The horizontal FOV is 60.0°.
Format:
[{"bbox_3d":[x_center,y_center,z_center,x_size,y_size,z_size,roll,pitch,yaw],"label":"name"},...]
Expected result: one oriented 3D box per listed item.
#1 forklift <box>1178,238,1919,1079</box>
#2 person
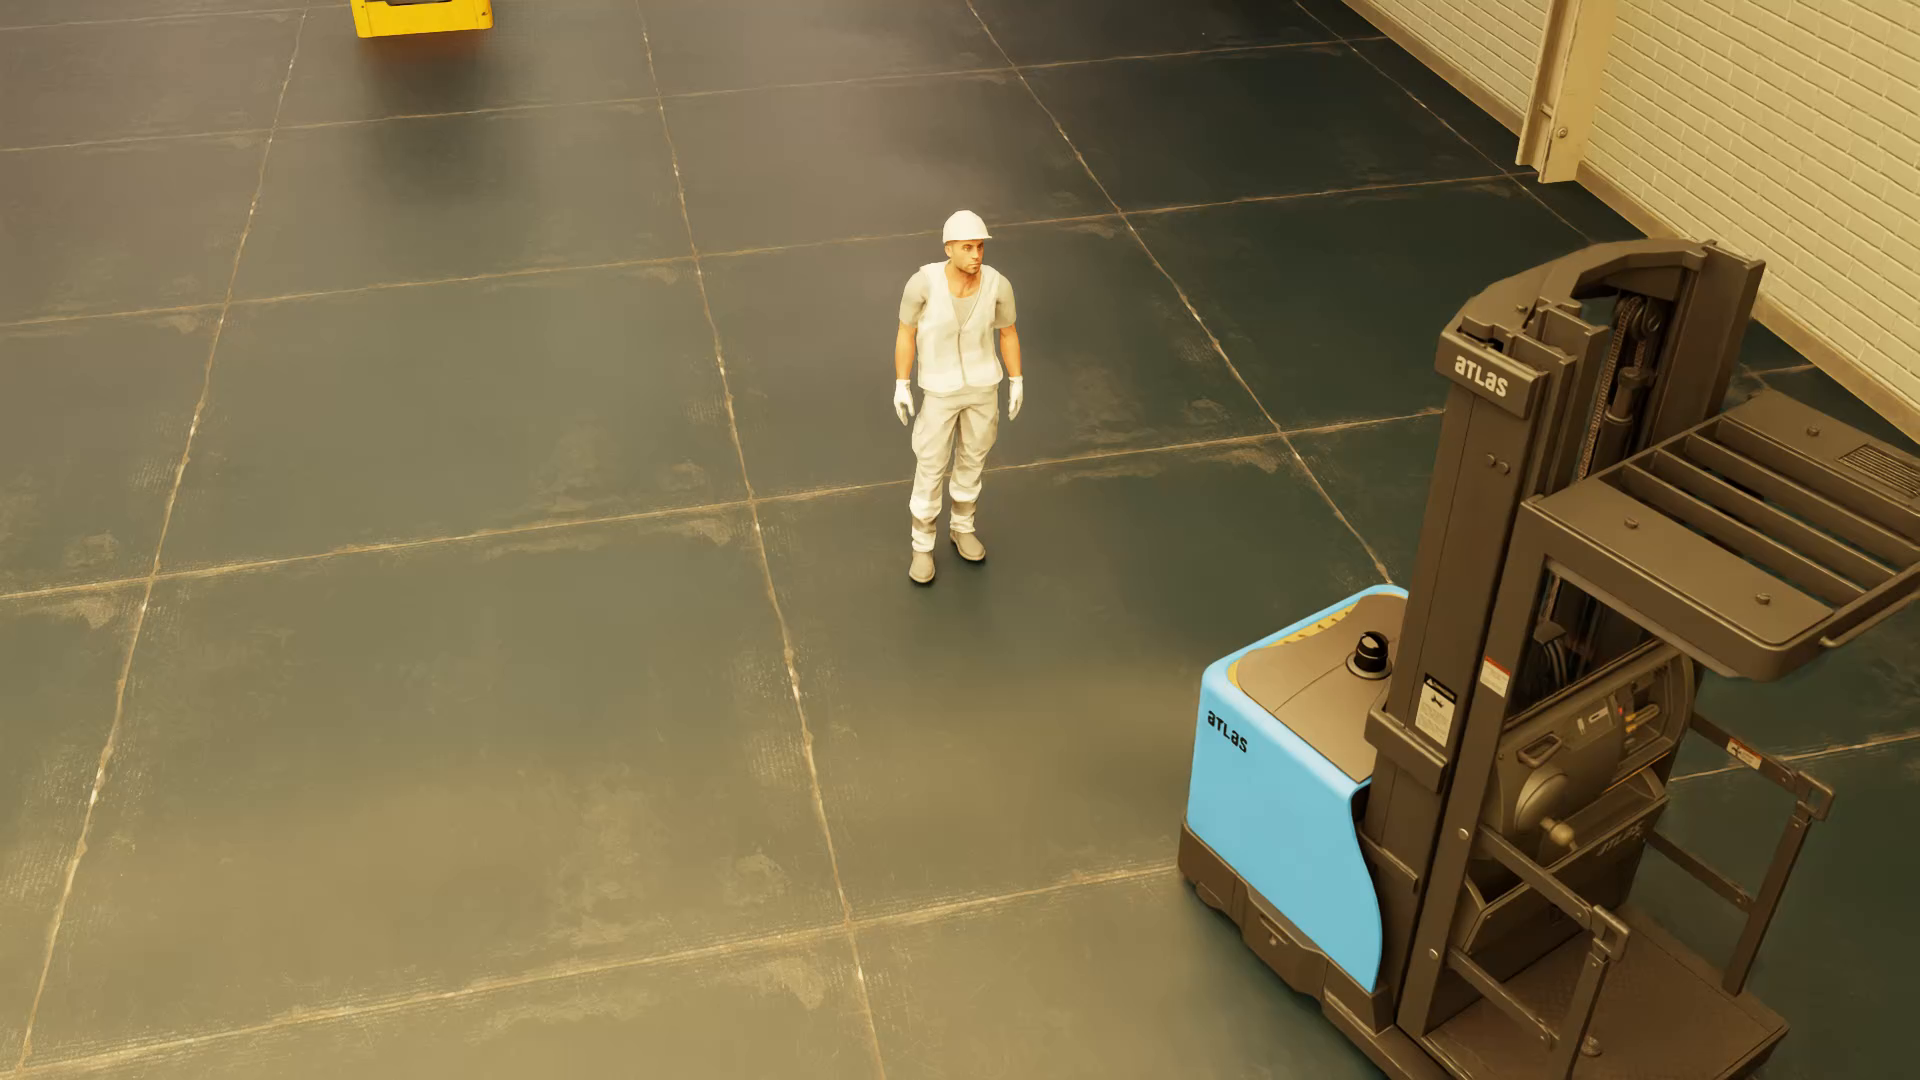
[{"bbox_3d":[2.115,0.701,5.076,1.130,2.935,3.031,-22,41,-27],"label":"forklift"},{"bbox_3d":[0.006,-0.685,7.967,0.637,1.787,0.564,-8,36,-11],"label":"person"}]
